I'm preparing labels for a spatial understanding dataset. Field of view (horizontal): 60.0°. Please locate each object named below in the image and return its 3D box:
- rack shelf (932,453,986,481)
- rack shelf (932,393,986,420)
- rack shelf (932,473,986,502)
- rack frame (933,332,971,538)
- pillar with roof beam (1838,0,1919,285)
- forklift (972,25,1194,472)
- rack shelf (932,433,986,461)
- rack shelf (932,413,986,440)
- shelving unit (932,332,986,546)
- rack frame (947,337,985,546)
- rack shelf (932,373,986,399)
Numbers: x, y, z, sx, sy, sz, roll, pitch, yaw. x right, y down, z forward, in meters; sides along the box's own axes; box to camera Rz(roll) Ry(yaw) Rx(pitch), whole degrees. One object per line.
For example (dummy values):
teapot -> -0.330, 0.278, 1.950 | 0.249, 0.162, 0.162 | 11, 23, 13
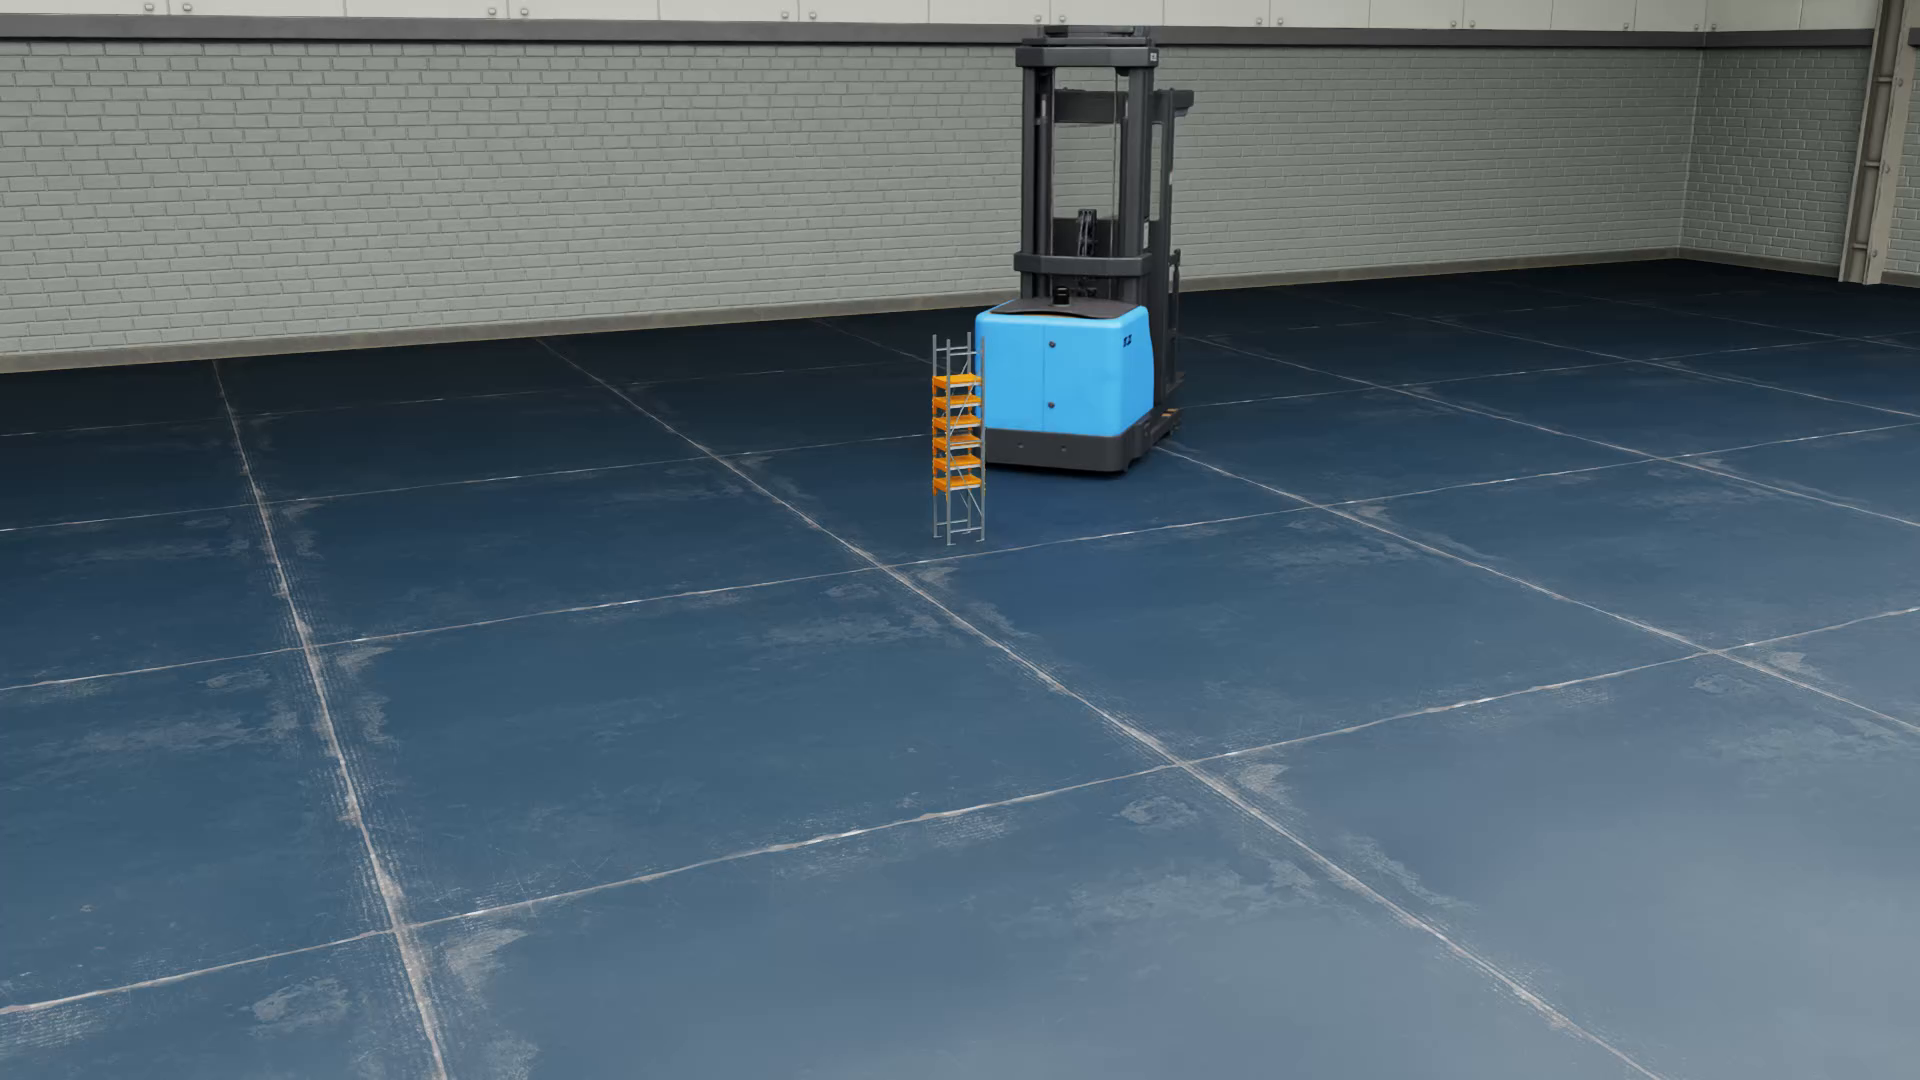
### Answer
rack shelf -> -0.006, -0.422, 9.643 | 0.258, 0.103, 0.180 | -8, 18, -25
rack shelf -> -0.006, -0.768, 9.544 | 0.258, 0.103, 0.180 | -8, 18, -25
rack shelf -> -0.006, -0.307, 9.676 | 0.258, 0.103, 0.180 | -8, 18, -25
rack frame -> -0.046, -0.603, 9.677 | 0.240, 1.200, 0.006 | -8, 18, -25
pillar with roof beam -> 7.614, -7.097, 18.168 | 9.100, 9.000, 0.400 | -8, 18, -25
forklift -> 1.055, -2.227, 12.196 | 1.130, 2.935, 3.031 | 6, 17, 19
rack shelf -> -0.006, -0.538, 9.610 | 0.258, 0.103, 0.180 | -8, 18, -25
rack shelf -> -0.006, -0.653, 9.577 | 0.258, 0.103, 0.180 | -8, 18, -25
shelving unit -> -0.006, -0.580, 9.598 | 0.258, 1.200, 0.189 | -8, 18, -25
rack frame -> 0.034, -0.558, 9.519 | 0.240, 1.200, 0.006 | -8, 18, -25
rack shelf -> -0.006, -0.884, 9.511 | 0.258, 0.103, 0.180 | -8, 18, -25
